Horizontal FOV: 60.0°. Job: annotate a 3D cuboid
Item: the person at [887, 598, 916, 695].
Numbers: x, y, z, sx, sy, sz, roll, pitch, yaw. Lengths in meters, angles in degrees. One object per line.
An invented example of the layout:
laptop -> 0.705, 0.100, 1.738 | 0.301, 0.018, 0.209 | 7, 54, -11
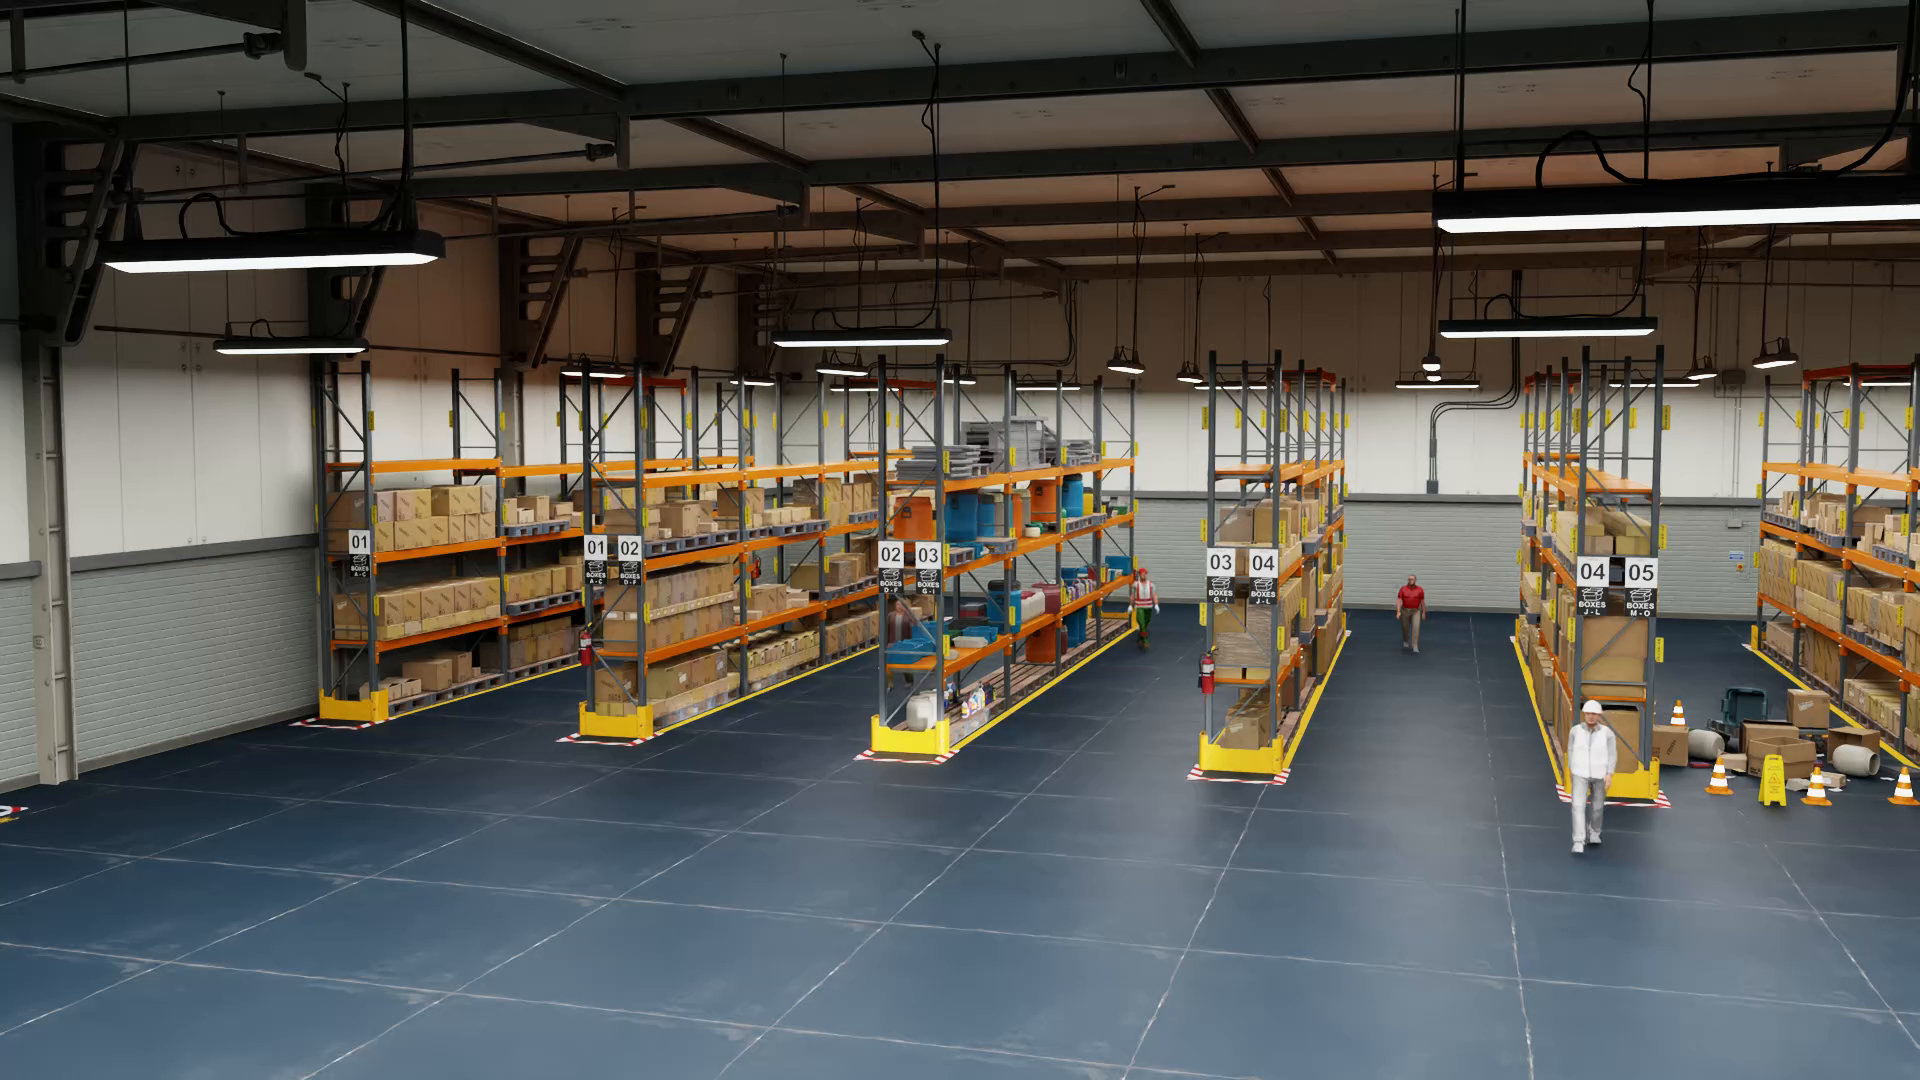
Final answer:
person -> -1.064, 1.840, 29.098 | 0.645, 1.659, 1.008 | 1, 4, 17

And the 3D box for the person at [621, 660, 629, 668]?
person -> -6.466, 1.755, 32.959 | 0.675, 1.722, 1.054 | 1, 4, 7

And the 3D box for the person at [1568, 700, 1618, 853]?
person -> 7.356, 2.736, 19.366 | 0.552, 1.727, 0.970 | 2, 4, 22

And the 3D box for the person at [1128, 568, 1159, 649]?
person -> 4.087, 1.489, 36.589 | 0.567, 1.733, 0.978 | -1, 4, -17

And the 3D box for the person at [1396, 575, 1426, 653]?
person -> 9.781, 1.582, 36.058 | 0.621, 1.664, 1.099 | 1, 4, 13
